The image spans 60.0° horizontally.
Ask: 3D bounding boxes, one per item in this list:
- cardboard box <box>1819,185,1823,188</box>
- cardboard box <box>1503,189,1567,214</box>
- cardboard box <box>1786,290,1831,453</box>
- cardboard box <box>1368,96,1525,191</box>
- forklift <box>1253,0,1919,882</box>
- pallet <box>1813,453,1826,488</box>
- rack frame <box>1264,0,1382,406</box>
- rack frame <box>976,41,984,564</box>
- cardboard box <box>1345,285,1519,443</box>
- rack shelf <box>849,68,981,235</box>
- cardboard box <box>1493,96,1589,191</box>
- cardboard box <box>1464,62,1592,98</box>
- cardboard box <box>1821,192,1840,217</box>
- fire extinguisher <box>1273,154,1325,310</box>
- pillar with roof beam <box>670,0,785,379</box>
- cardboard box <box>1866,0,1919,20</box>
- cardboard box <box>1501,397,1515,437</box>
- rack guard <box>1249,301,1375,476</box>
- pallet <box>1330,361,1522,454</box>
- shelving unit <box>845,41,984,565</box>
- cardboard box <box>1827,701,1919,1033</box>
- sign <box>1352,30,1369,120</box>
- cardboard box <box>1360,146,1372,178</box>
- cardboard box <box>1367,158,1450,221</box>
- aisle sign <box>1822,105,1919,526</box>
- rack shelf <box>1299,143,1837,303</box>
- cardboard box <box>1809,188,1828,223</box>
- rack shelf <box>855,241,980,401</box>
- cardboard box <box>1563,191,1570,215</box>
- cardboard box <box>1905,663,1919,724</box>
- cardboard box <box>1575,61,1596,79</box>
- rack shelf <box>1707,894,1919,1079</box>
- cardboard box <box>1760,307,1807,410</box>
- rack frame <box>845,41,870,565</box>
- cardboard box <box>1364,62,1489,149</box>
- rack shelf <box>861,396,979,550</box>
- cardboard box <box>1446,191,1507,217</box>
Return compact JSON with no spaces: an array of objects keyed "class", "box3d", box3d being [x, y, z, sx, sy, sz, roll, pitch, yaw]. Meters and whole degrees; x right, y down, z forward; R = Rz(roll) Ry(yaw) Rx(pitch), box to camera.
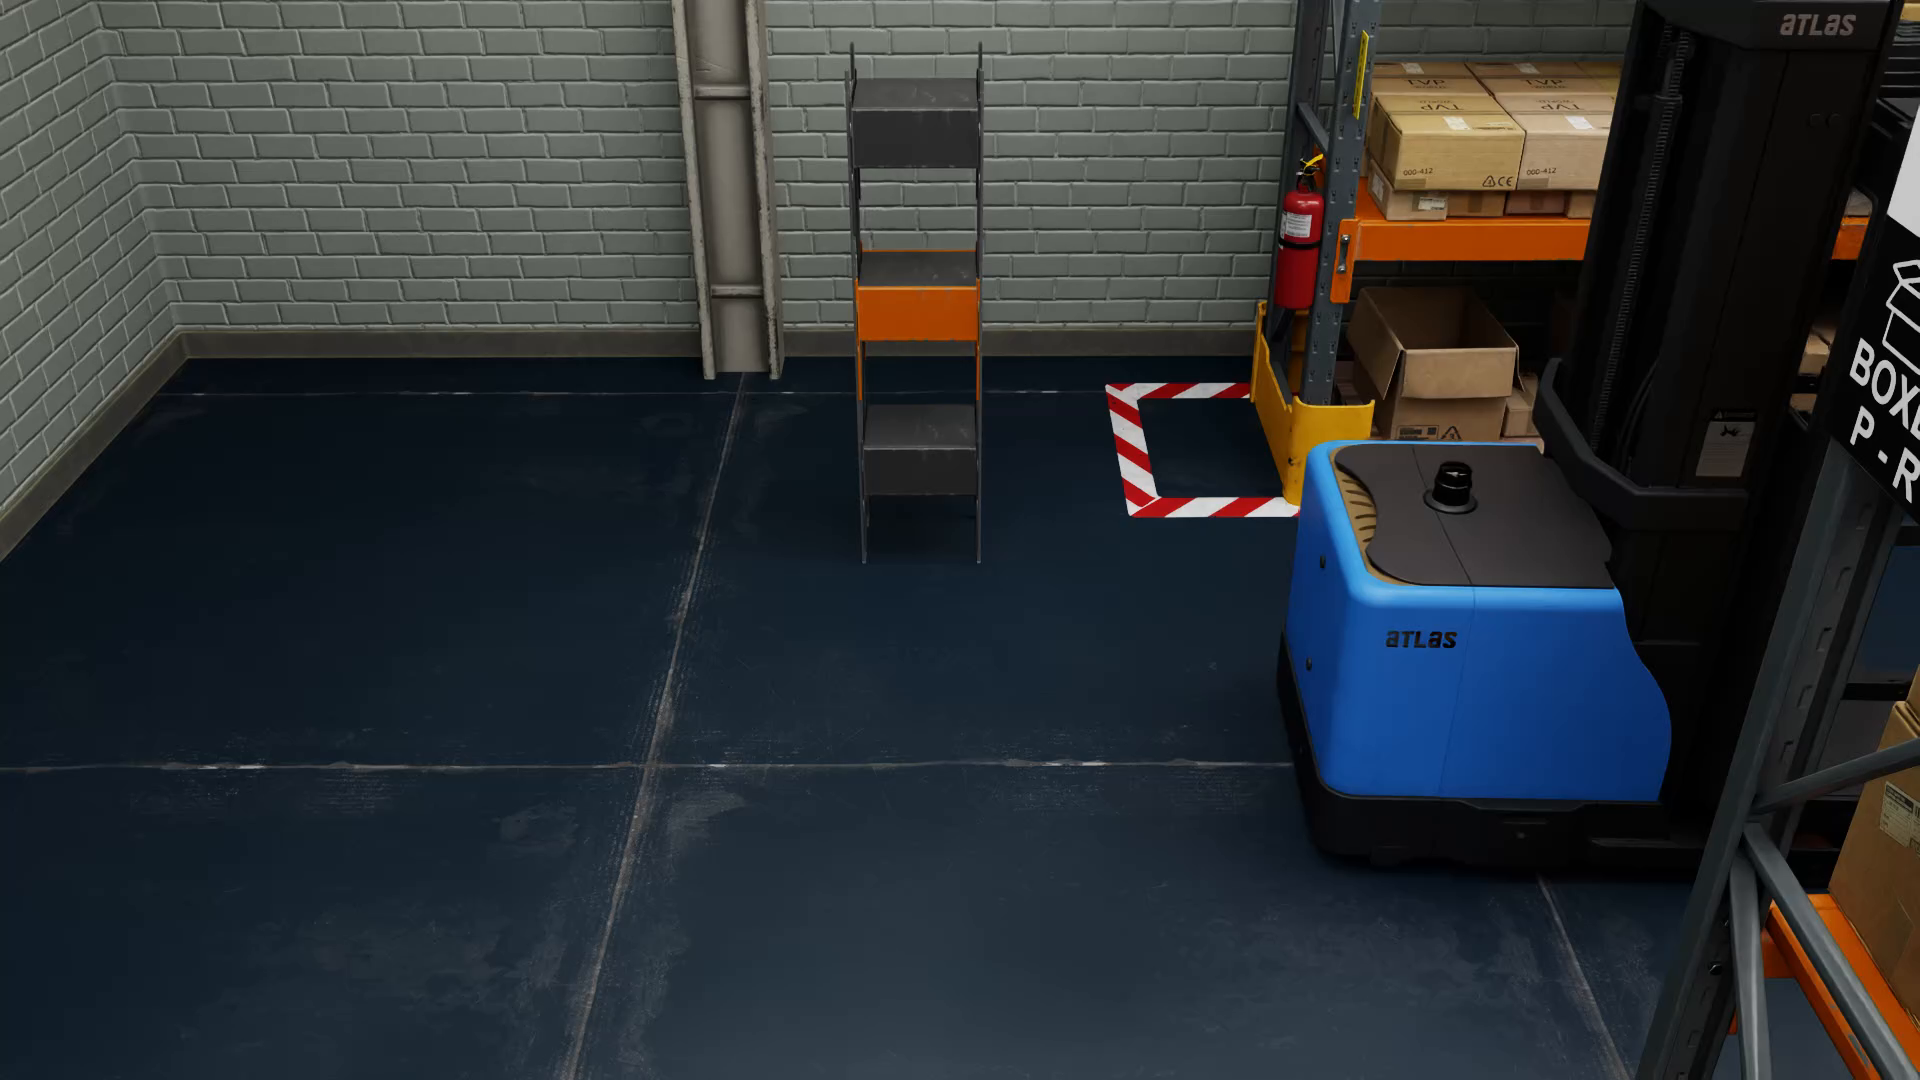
[{"class":"cardboard box","box3d":[3.547,-1.680,6.985,0.500,0.250,0.500,-1,31,-2]},{"class":"cardboard box","box3d":[2.416,-1.533,7.127,0.250,0.149,0.380,-1,31,-1]},{"class":"cardboard box","box3d":[4.074,-0.787,7.661,0.500,0.500,0.700,-1,31,-2]},{"class":"cardboard box","box3d":[2.024,-1.663,6.956,0.500,0.250,0.500,0,31,0]},{"class":"forklift","box3d":[2.601,-0.415,5.109,3.031,2.935,1.130,1,31,1]},{"class":"pallet","box3d":[3.659,-0.551,7.955,1.213,0.211,1.003,0,31,0]},{"class":"rack frame","box3d":[1.569,-1.738,7.223,0.127,3.000,1.000,0,31,0]},{"class":"rack frame","box3d":[0.078,-0.898,6.706,0.015,2.100,0.400,0,31,0]},{"class":"cardboard box","box3d":[2.181,-0.803,7.683,0.637,0.503,0.797,-1,31,-2]},{"class":"rack shelf","box3d":[-0.166,-1.484,6.348,0.480,0.518,0.431,0,31,0]},{"class":"cardboard box","box3d":[2.528,-1.664,6.959,0.500,0.250,0.500,0,31,0]},{"class":"cardboard box","box3d":[2.543,-1.941,7.415,0.500,0.250,0.500,0,31,0]},{"class":"cardboard box","box3d":[3.708,-1.515,7.098,0.250,0.149,0.380,0,31,0]},{"class":"fire extinguisher","box3d":[1.425,-1.305,6.943,0.183,0.674,0.296,0,31,0]},{"class":"pillar with roof beam","box3d":[-1.107,-2.529,2.743,0.400,9.000,9.100,0,31,0]},{"class":"cardboard box","box3d":[3.524,-1.988,6.770,0.500,0.500,0.500,1,31,1]},{"class":"cardboard box","box3d":[2.606,-0.632,7.744,0.250,0.149,0.380,-1,31,-2]},{"class":"rack guard","box3d":[1.645,-0.669,7.871,0.348,0.500,1.175,0,31,0]},{"class":"pallet","box3d":[2.442,-0.549,7.951,1.213,0.211,1.003,0,31,0]},{"class":"shelving unit","box3d":[-0.166,-0.897,6.704,0.503,2.100,0.431,0,31,0]},{"class":"cardboard box","box3d":[2.083,0.655,3.182,0.500,0.500,0.500,0,31,0]},{"class":"sign","box3d":[1.572,-1.826,6.534,0.005,0.325,0.100,0,31,0]},{"class":"cardboard box","box3d":[1.899,-1.771,7.519,0.250,0.149,0.380,-1,31,-1]},{"class":"cardboard box","box3d":[1.899,-1.489,7.055,0.250,0.149,0.380,0,31,-1]},{"class":"aisle sign","box3d":[1.529,-0.435,2.569,0.004,0.787,0.394,0,31,0]},{"class":"rack shelf","box3d":[3.569,-1.437,7.419,4.000,0.370,1.077,0,31,0]},{"class":"cardboard box","box3d":[3.451,-1.479,7.038,0.250,0.149,0.380,1,31,1]},{"class":"rack shelf","box3d":[-0.166,-0.885,6.712,0.480,0.518,0.431,0,31,0]},{"class":"cardboard box","box3d":[2.669,-1.502,7.076,0.250,0.149,0.380,1,31,1]},{"class":"cardboard box","box3d":[2.083,0.242,2.900,0.500,0.500,0.500,1,31,1]},{"class":"cardboard box","box3d":[3.038,-1.940,7.414,0.500,0.250,0.500,1,31,1]},{"class":"rack shelf","box3d":[3.603,1.138,3.176,4.000,0.370,1.077,0,31,0]},{"class":"cardboard box","box3d":[3.565,-0.734,7.573,0.500,0.500,0.500,0,31,1]},{"class":"rack frame","box3d":[-0.410,-0.896,6.703,0.015,2.100,0.400,0,31,0]},{"class":"cardboard box","box3d":[2.027,-1.940,7.414,0.500,0.250,0.500,1,31,1]},{"class":"rack shelf","box3d":[-0.166,-0.287,7.075,0.480,0.518,0.431,0,31,0]},{"class":"cardboard box","box3d":[2.153,-1.514,7.096,0.250,0.149,0.380,1,31,1]}]
